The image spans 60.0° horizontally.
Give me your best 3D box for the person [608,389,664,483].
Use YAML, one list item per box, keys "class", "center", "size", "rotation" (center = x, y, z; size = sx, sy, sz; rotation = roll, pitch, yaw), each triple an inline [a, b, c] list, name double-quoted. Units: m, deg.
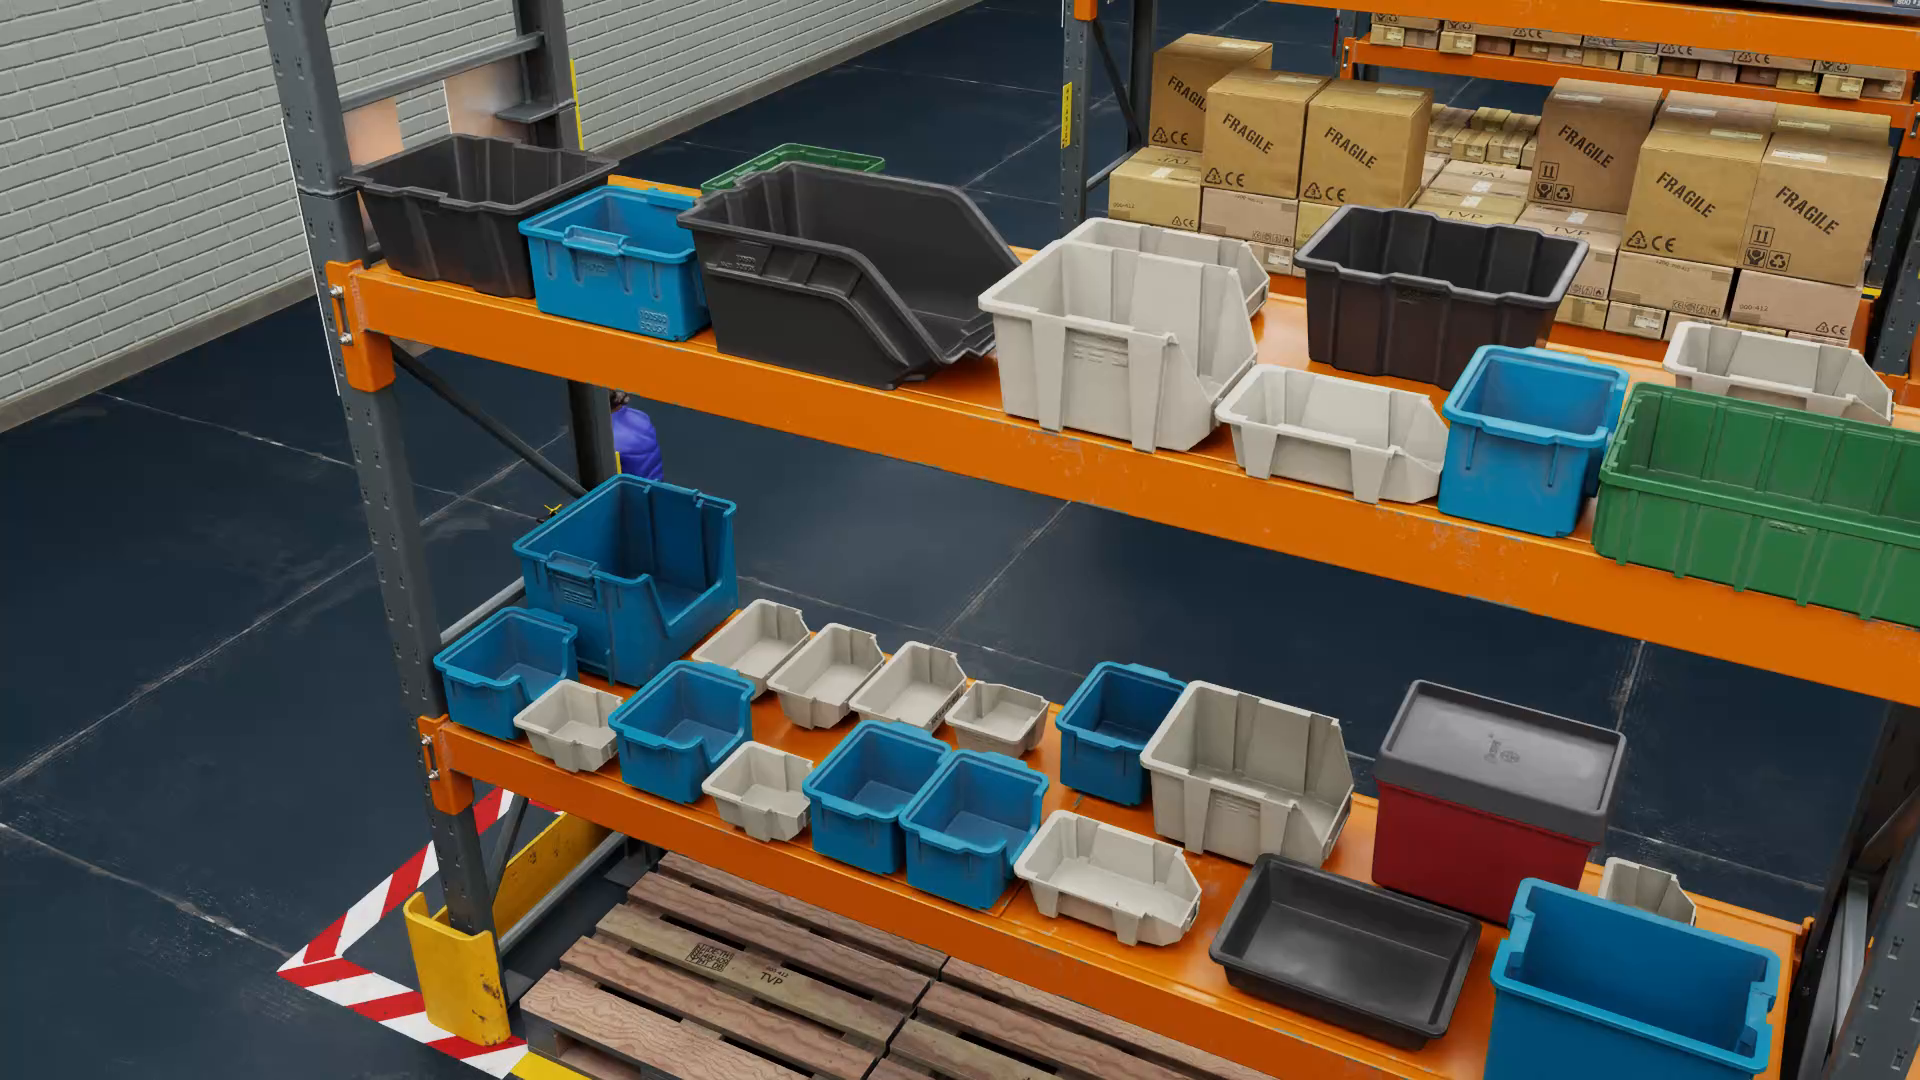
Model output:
- class: "person"
  center: [-1.407, -0.001, 7.137]
  size: [0.348, 1.655, 0.492]
  rotation: [9, 31, 15]
